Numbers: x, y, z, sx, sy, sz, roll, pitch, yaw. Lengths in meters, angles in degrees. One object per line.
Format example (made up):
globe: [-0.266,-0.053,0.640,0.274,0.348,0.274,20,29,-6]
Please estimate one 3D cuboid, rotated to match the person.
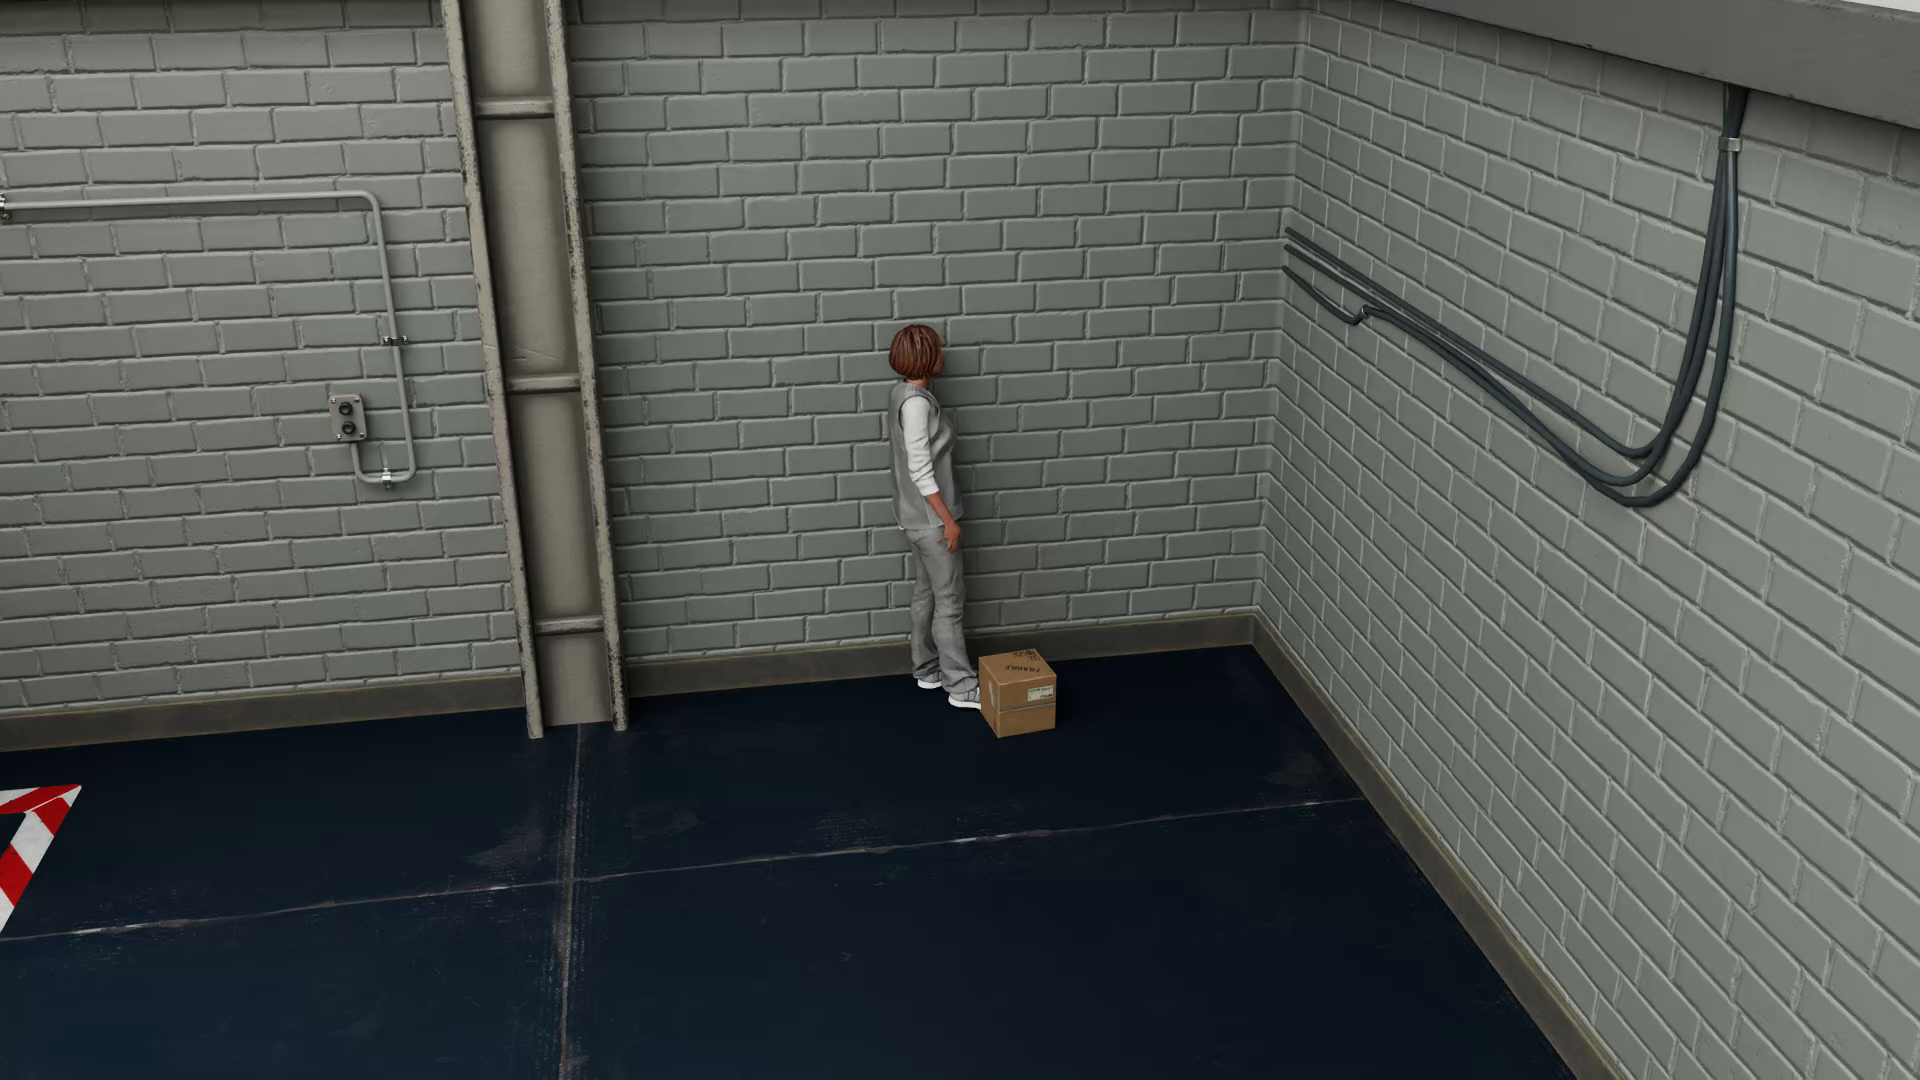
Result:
person: [-0.049,-0.103,6.823,0.472,1.599,0.520,-4,24,-10]
